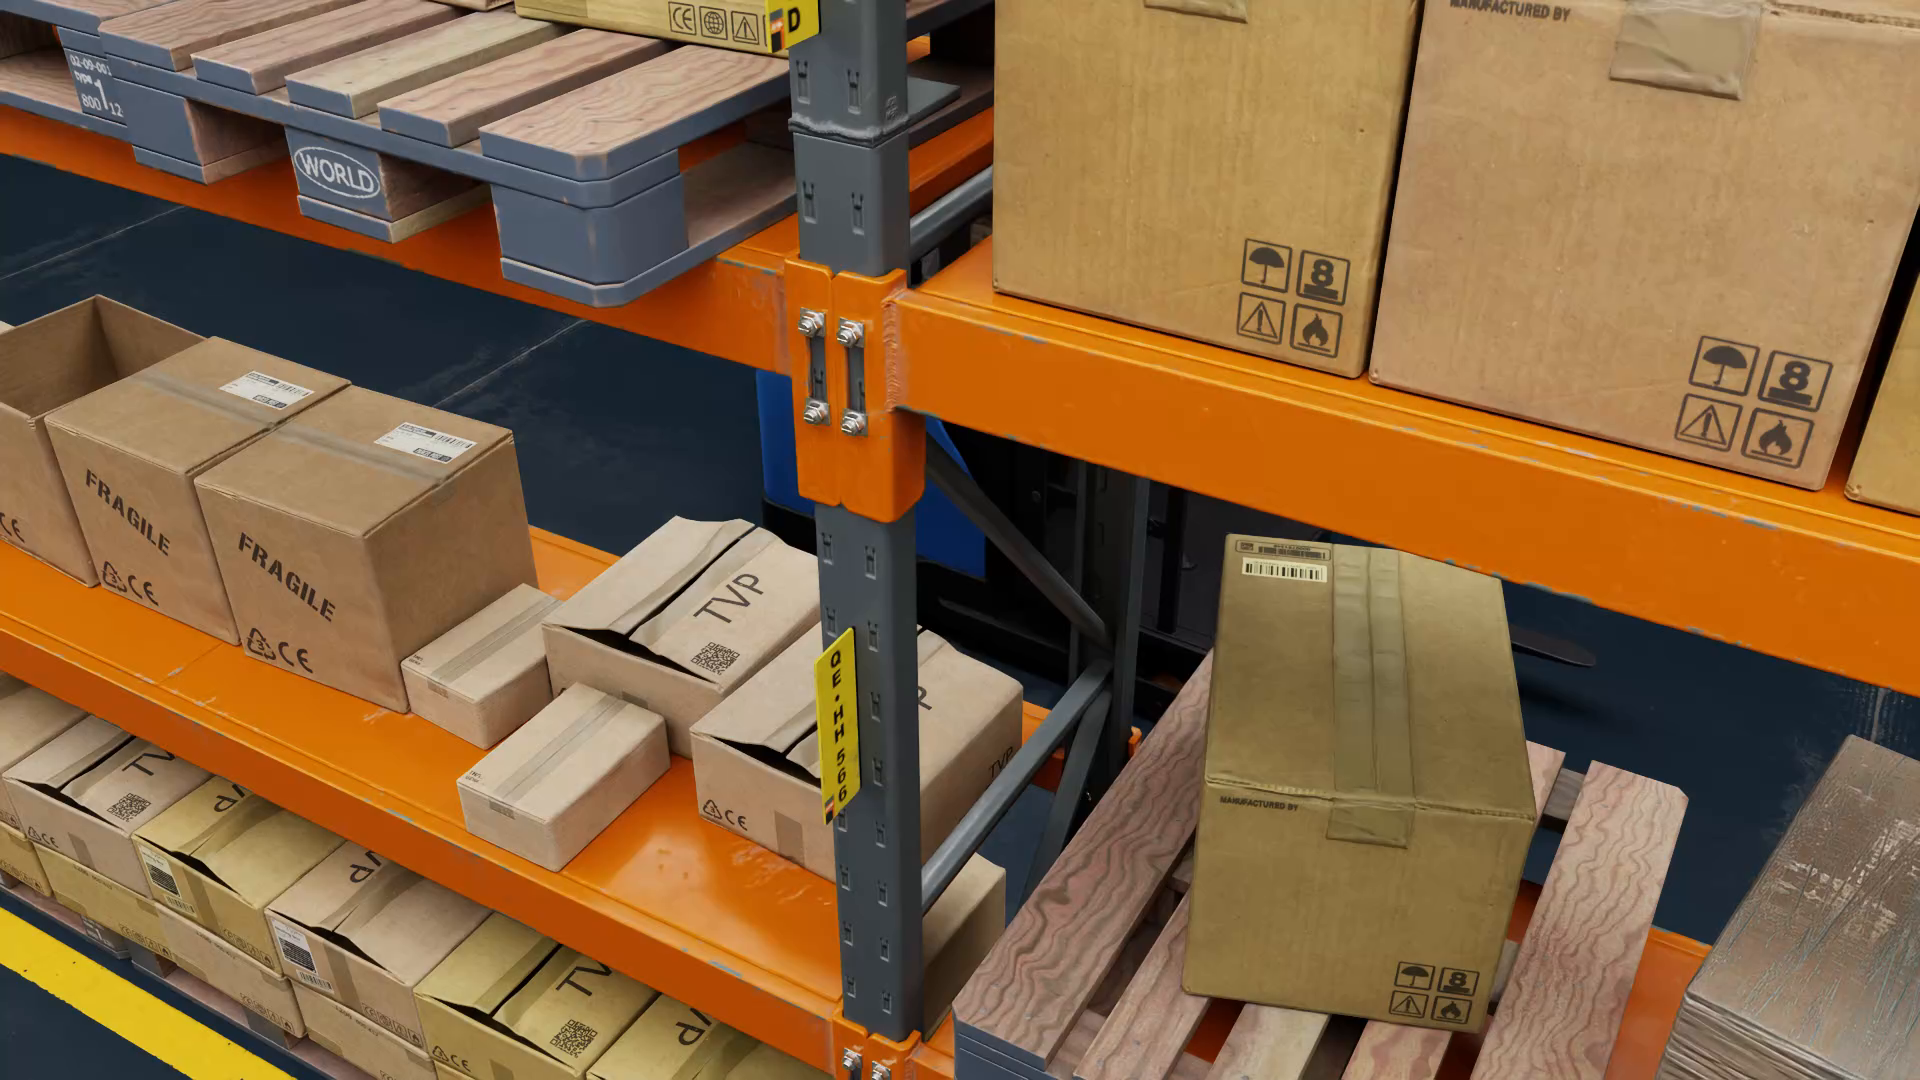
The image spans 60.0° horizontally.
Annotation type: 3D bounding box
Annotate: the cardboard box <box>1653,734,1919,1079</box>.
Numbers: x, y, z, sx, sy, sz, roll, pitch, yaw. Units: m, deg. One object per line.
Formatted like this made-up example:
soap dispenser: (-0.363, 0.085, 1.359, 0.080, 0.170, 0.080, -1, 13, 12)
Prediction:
cardboard box: (1.387, 0.751, 2.448, 0.500, 0.500, 0.700, 25, 41, 33)

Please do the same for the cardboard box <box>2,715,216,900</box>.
cardboard box: (-2.271, 0.656, 4.654, 0.500, 0.311, 0.500, 16, 37, 23)

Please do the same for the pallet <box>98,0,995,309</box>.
pallet: (-0.549, -0.809, 2.723, 1.003, 0.211, 1.213, 19, 38, 27)

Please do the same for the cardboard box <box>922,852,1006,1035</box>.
cardboard box: (-0.224, 0.955, 4.205, 0.500, 0.311, 0.500, 19, 38, 26)

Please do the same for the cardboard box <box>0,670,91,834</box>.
cardboard box: (-2.721, 0.515, 4.867, 0.500, 0.311, 0.500, 17, 37, 24)

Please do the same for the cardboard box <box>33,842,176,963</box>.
cardboard box: (-2.267, 0.887, 4.814, 0.500, 0.250, 0.500, 16, 37, 23)

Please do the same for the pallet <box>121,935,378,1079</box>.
pallet: (-1.666, 1.084, 4.932, 1.213, 0.211, 1.003, 18, 37, 24)

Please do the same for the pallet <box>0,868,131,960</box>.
pallet: (-2.729, 0.749, 5.435, 1.213, 0.211, 1.003, 18, 37, 24)

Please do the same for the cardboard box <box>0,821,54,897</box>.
cardboard box: (-2.718, 0.746, 5.026, 0.500, 0.250, 0.500, 19, 38, 26)

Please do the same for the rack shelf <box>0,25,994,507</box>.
rack shelf: (-1.652, -0.995, 3.480, 4.000, 0.370, 1.077, 18, 37, 24)

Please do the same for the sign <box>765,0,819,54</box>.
sign: (-0.198, -0.727, 1.892, 0.005, 0.325, 0.100, 18, 37, 24)

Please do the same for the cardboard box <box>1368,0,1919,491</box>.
cardboard box: (0.923, -0.542, 2.060, 0.500, 0.500, 0.910, 18, 37, 24)

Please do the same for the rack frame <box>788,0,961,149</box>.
rack frame: (0.085, -1.992, 1.623, 0.127, 3.000, 1.000, 18, 37, 24)

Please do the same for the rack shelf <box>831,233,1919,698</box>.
rack shelf: (1.821, 0.106, 1.828, 4.000, 0.370, 1.077, 18, 37, 24)

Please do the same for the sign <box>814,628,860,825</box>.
sign: (-0.188, 0.291, 2.563, 0.005, 0.325, 0.100, 18, 37, 24)

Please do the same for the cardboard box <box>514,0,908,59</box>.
cardboard box: (-0.337, -0.954, 2.526, 0.500, 0.250, 0.500, 15, 36, 21)

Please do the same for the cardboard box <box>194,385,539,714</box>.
cardboard box: (-1.380, 0.009, 3.939, 0.500, 0.500, 0.500, 16, 37, 22)

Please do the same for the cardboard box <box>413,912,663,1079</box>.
cardboard box: (-0.947, 1.076, 4.025, 0.500, 0.311, 0.500, 17, 37, 24)

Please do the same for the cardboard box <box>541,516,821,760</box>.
cardboard box: (-0.596, 0.203, 3.820, 0.500, 0.311, 0.500, 17, 37, 24)

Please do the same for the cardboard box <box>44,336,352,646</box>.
cardboard box: (-1.837, -0.135, 4.157, 0.500, 0.500, 0.500, 18, 38, 24)

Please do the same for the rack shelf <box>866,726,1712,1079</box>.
rack shelf: (1.821, 1.354, 2.659, 4.000, 0.370, 1.077, 18, 37, 24)

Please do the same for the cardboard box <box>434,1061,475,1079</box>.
cardboard box: (-0.942, 1.307, 4.183, 0.500, 0.250, 0.500, 17, 37, 24)

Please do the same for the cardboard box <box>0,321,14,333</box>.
cardboard box: (-2.939, -0.419, 4.808, 0.500, 0.250, 0.500, 20, 39, 27)

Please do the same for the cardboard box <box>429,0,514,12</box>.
cardboard box: (-0.801, -1.089, 2.730, 0.500, 0.250, 0.500, 19, 38, 26)

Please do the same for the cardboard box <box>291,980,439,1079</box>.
cardboard box: (-1.377, 1.167, 4.393, 0.500, 0.250, 0.500, 18, 38, 25)

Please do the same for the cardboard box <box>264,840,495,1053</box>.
cardboard box: (-1.383, 0.935, 4.235, 0.500, 0.311, 0.500, 17, 37, 24)

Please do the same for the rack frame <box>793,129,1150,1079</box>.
rack frame: (0.085, 0.505, 3.286, 0.127, 3.000, 1.000, 18, 37, 24)

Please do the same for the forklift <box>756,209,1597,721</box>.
forklift: (0.743, -0.924, 5.493, 3.031, 2.935, 1.130, 20, 38, 27)

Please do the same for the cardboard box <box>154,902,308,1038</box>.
cardboard box: (-1.825, 1.027, 4.603, 0.500, 0.250, 0.500, 18, 38, 25)

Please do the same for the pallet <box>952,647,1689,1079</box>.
pallet: (0.708, 0.737, 3.110, 1.003, 0.211, 1.213, 18, 37, 24)

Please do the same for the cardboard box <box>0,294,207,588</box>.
cardboard box: (-2.272, -0.273, 4.364, 0.500, 0.500, 0.500, 20, 39, 28)

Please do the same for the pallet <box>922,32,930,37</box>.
pallet: (-0.342, -2.620, 8.152, 1.213, 0.211, 1.003, 18, 37, 24)

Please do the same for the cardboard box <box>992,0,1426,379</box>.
cardboard box: (0.480, -0.682, 2.271, 0.500, 0.500, 0.910, 18, 37, 24)

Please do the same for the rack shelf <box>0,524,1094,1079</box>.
rack shelf: (-1.652, 0.254, 4.311, 4.000, 0.370, 1.077, 18, 37, 24)

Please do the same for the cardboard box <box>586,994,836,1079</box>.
cardboard box: (-0.492, 1.215, 3.815, 0.500, 0.311, 0.500, 19, 38, 26)

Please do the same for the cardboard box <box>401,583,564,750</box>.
cardboard box: (-1.050, 0.286, 3.842, 0.250, 0.149, 0.380, 21, 39, 28)

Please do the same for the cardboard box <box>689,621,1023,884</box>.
cardboard box: (-0.209, 0.421, 3.492, 0.500, 0.311, 0.500, 20, 39, 27)

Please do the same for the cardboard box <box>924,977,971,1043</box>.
cardboard box: (-0.224, 1.189, 4.360, 0.500, 0.250, 0.500, 17, 37, 24)

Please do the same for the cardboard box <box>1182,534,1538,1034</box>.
cardboard box: (0.687, 0.407, 2.963, 0.500, 0.500, 0.700, 6, 34, 9)

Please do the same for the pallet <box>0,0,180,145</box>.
pallet: (-1.521, -1.115, 3.182, 1.213, 0.211, 1.003, 19, 38, 27)

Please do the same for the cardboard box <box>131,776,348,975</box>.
cardboard box: (-1.817, 0.796, 4.444, 0.500, 0.311, 0.500, 19, 38, 26)

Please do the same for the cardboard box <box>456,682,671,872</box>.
cardboard box: (-0.833, 0.495, 3.527, 0.250, 0.149, 0.380, 18, 37, 24)

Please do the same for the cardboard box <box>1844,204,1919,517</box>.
cardboard box: (1.375, -0.399, 1.846, 0.500, 0.500, 0.910, 18, 37, 24)
